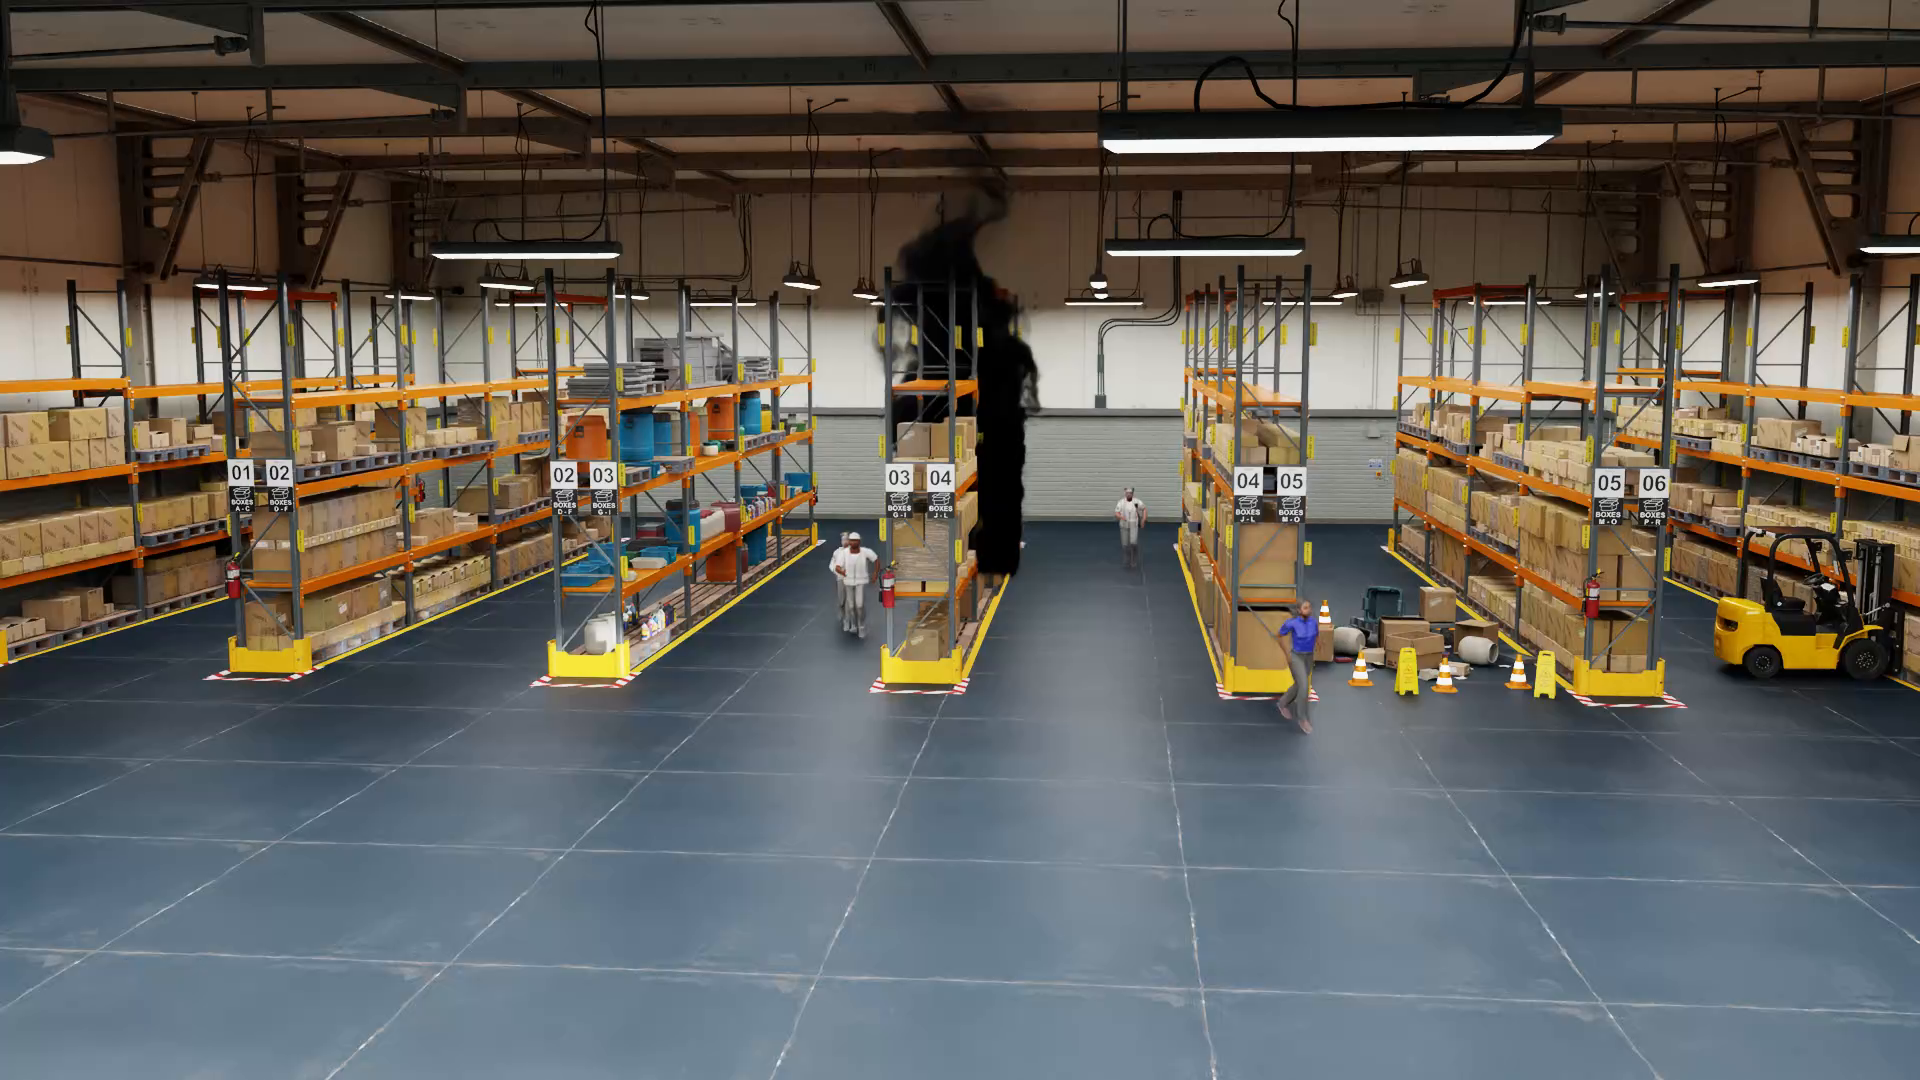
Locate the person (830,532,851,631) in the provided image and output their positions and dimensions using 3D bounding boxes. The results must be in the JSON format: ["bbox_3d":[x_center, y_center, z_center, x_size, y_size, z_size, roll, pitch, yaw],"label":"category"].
[{"bbox_3d":[-1.940,0.692,28.813,0.624,1.695,0.781,0,7,-1],"label":"person"}]

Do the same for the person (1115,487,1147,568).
[{"bbox_3d":[3.725,-0.265,36.377,0.683,1.817,0.718,1,7,9],"label":"person"}]

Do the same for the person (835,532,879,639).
[{"bbox_3d":[-1.743,0.768,27.845,0.702,1.816,0.722,1,7,6],"label":"person"}]

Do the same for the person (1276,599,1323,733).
[{"bbox_3d":[4.374,1.582,21.468,0.576,1.693,0.815,-4,8,-30],"label":"person"}]
